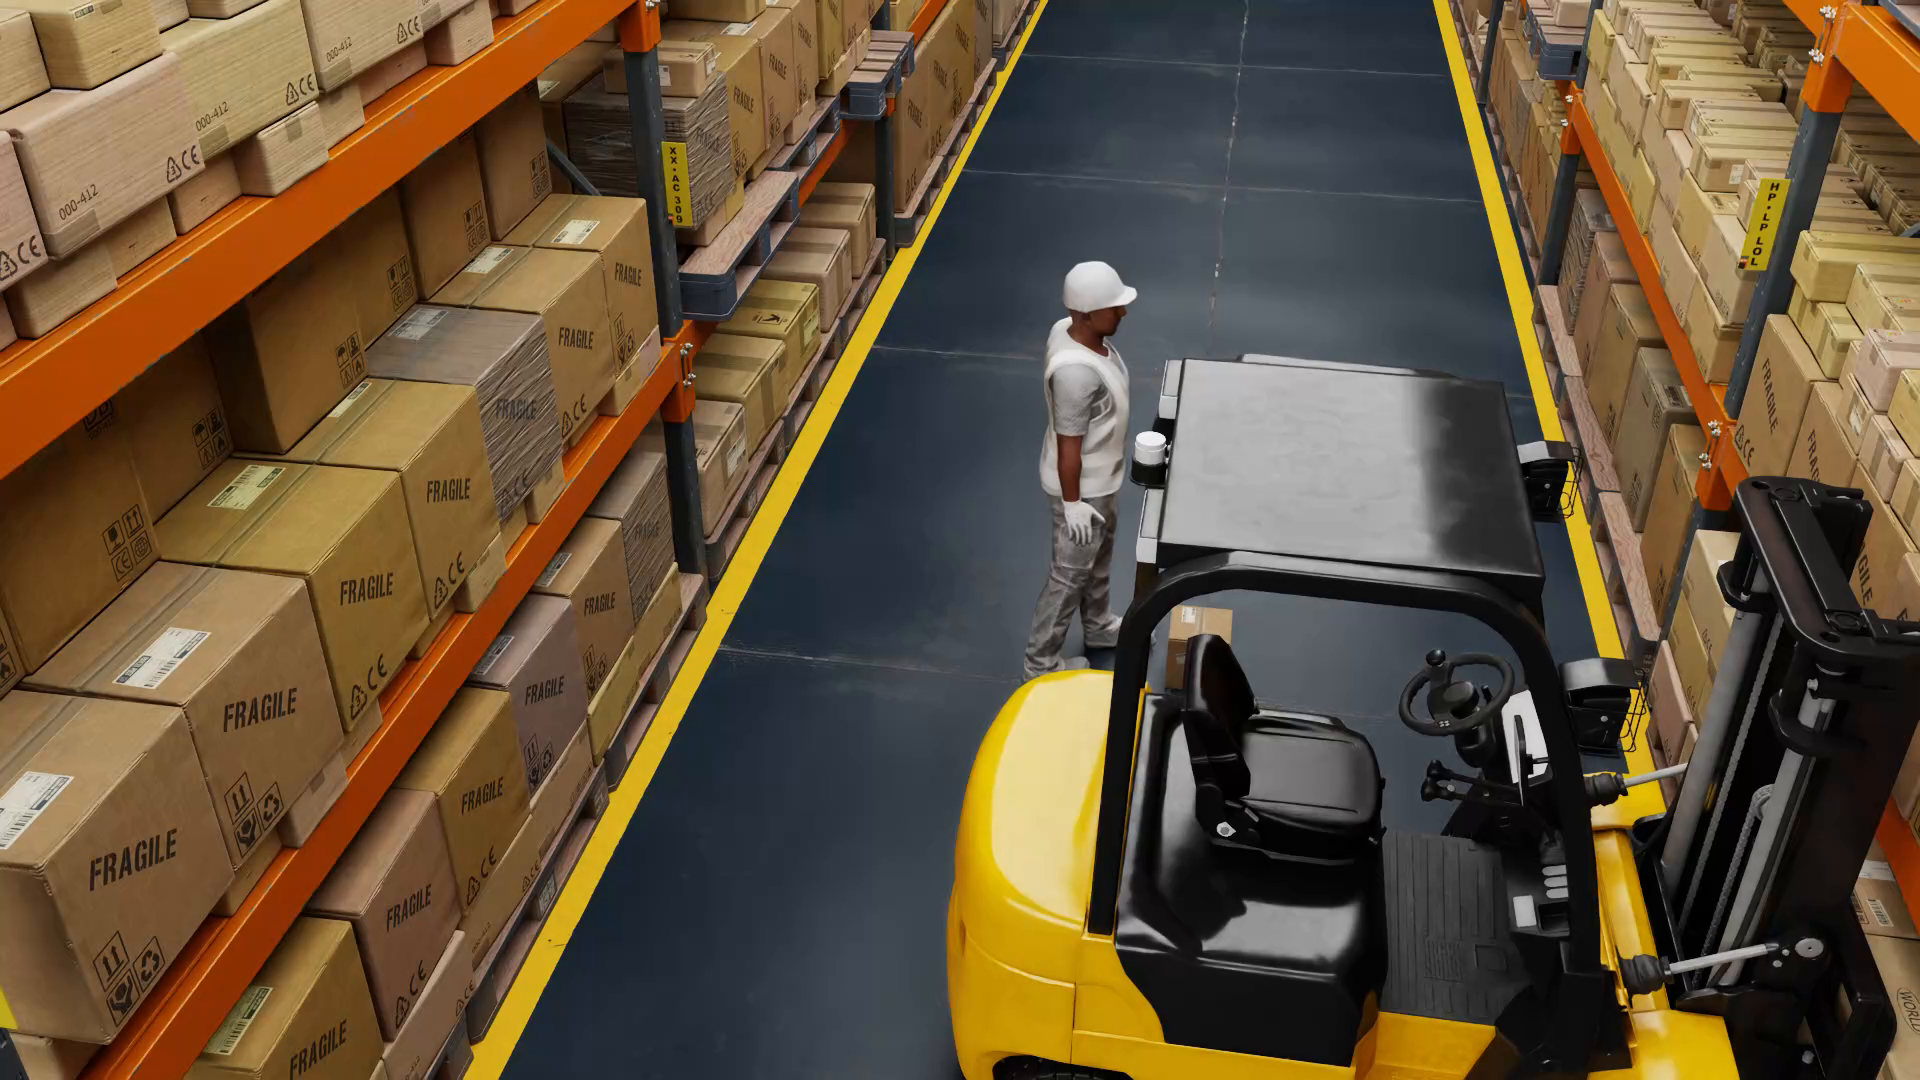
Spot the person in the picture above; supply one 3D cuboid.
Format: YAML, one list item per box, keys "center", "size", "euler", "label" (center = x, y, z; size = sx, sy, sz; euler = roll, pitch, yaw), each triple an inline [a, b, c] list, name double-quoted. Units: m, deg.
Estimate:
- center: [0.546, -0.251, 6.513]
  size: [0.555, 1.789, 0.581]
  euler: [2, 32, 4]
  label: "person"
